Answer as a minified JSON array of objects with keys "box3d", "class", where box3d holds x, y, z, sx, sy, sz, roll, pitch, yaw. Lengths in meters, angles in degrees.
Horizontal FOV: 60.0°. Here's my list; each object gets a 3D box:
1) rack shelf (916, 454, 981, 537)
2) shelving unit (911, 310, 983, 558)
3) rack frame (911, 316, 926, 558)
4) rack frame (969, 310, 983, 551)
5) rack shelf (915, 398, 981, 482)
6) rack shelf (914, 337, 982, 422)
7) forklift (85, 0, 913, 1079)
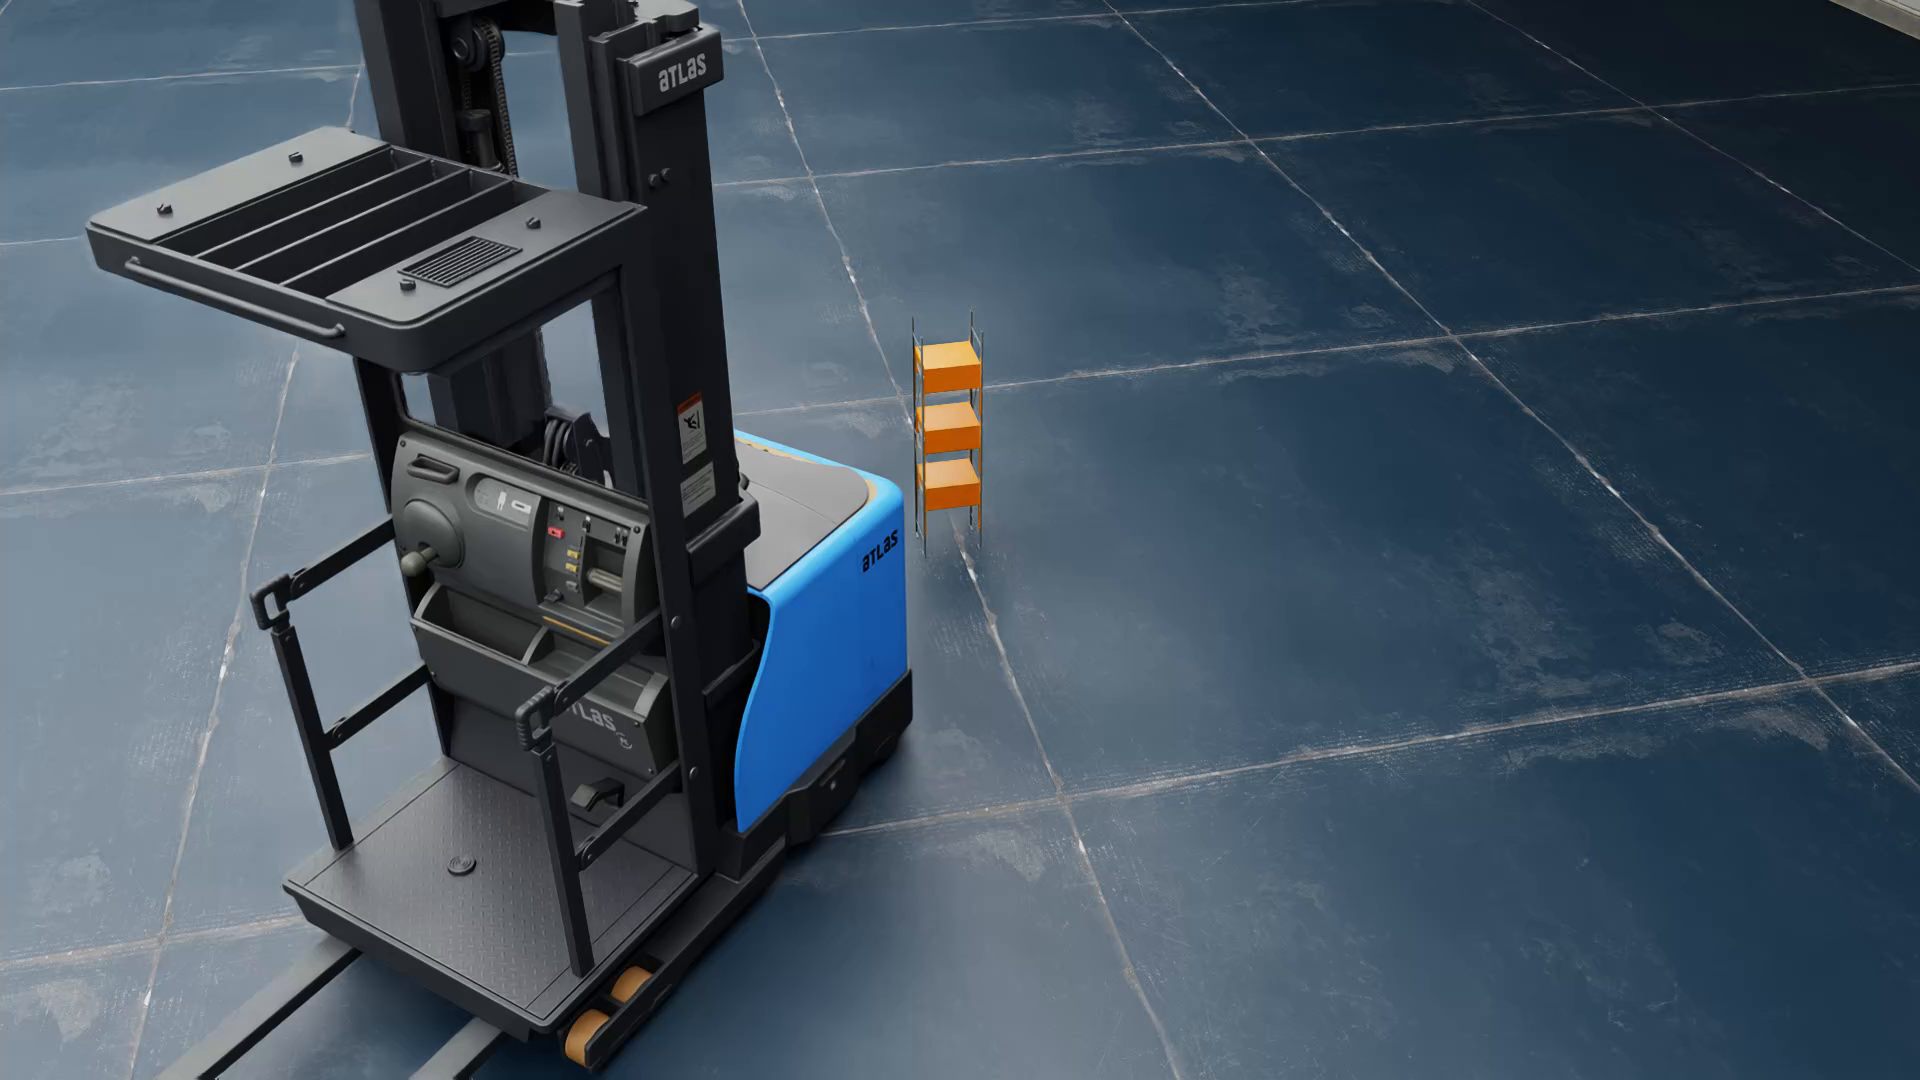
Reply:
[{"box3d":[-0.052,-0.190,7.108,0.240,0.259,0.215,-7,35,-11],"class":"rack shelf"},{"box3d":[-0.052,-0.429,6.948,0.252,1.050,0.215,-7,35,-11],"class":"shelving unit"},{"box3d":[-0.171,-0.414,6.925,0.008,1.050,0.200,-7,35,-11],"class":"rack frame"},{"box3d":[0.067,-0.444,6.970,0.008,1.050,0.200,-7,35,-11],"class":"rack frame"},{"box3d":[-0.052,-0.421,6.954,0.240,0.259,0.215,-7,35,-11],"class":"rack shelf"},{"box3d":[-0.052,-0.656,6.795,0.240,0.259,0.215,-7,35,-11],"class":"rack shelf"},{"box3d":[-1.366,0.047,4.550,1.130,2.935,3.031,19,38,25],"class":"forklift"}]
